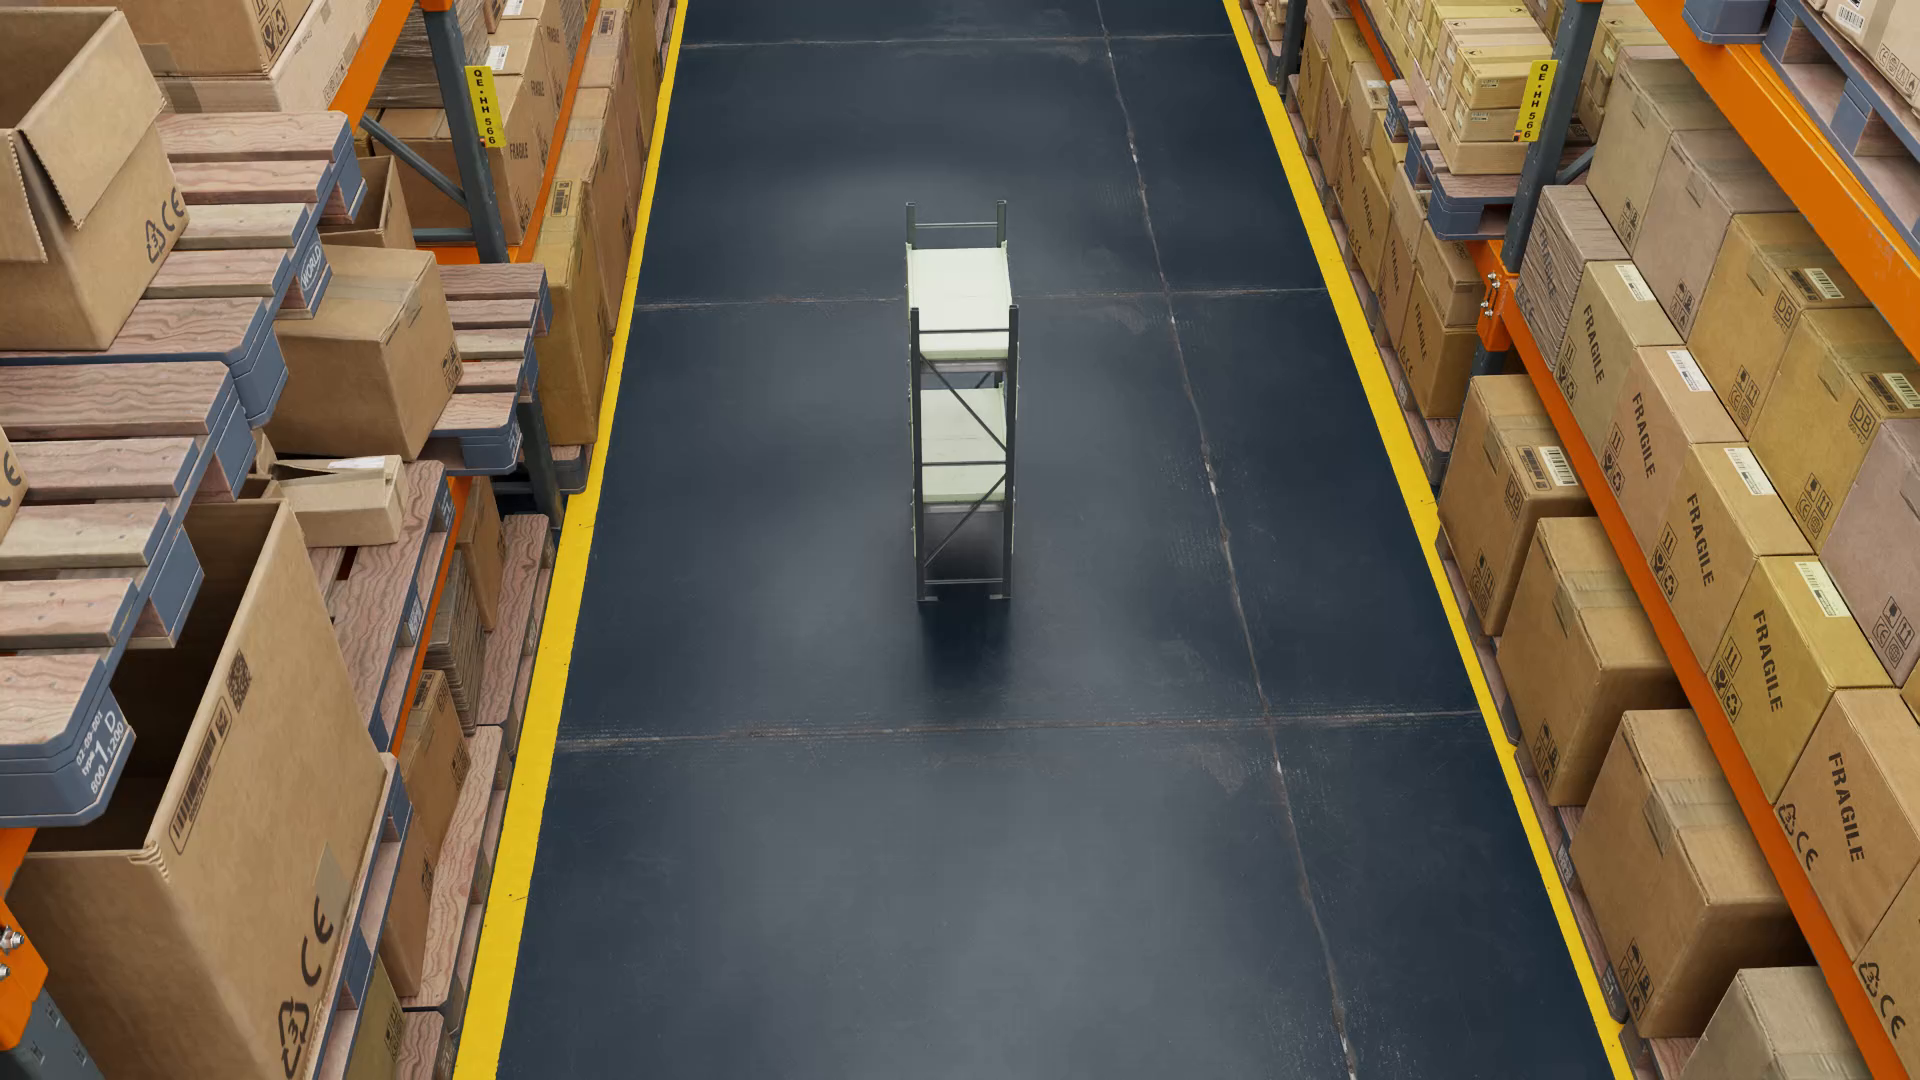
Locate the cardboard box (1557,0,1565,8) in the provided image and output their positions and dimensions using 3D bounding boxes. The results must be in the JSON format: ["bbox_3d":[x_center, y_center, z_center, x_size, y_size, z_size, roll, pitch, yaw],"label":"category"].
[{"bbox_3d":[2.815,-2.371,7.202,0.380,0.149,0.250,-3,43,-4],"label":"cardboard box"}]

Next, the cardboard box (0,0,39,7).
[{"bbox_3d":[-2.479,-1.493,4.144,0.500,0.500,0.500,-3,43,-3],"label":"cardboard box"}]

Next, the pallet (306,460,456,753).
[{"bbox_3d":[-2.163,0.234,5.067,1.003,0.211,1.213,-2,43,-2],"label":"pallet"}]

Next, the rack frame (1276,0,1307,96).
[{"bbox_3d":[2.502,-3.947,9.486,1.000,3.000,0.127,-2,43,-2],"label":"rack frame"}]

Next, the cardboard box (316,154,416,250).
[{"bbox_3d":[-2.225,-1.001,5.887,0.500,0.500,0.500,-6,43,-7],"label":"cardboard box"}]

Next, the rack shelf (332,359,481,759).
[{"bbox_3d":[-2.203,0.443,5.229,1.077,0.370,4.000,-2,43,-2],"label":"rack shelf"}]

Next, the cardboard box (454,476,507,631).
[{"bbox_3d":[-2.240,0.039,6.662,0.700,0.500,0.500,-4,43,-4],"label":"cardboard box"}]

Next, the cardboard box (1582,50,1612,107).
[{"bbox_3d":[2.838,-1.933,6.944,0.380,0.149,0.250,0,43,0],"label":"cardboard box"}]

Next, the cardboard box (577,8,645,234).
[{"bbox_3d":[-2.372,-2.210,8.852,1.225,0.875,0.875,-3,43,-3],"label":"cardboard box"}]

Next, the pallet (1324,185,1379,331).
[{"bbox_3d":[2.591,-1.568,8.954,1.003,0.211,1.213,-2,43,-2],"label":"pallet"}]

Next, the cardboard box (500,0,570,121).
[{"bbox_3d":[-2.086,-2.239,7.548,0.500,0.500,0.500,-2,43,-3],"label":"cardboard box"}]

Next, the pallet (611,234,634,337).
[{"bbox_3d":[-2.295,-1.500,8.880,1.003,0.211,1.213,-2,43,-2],"label":"pallet"}]

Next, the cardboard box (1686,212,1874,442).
[{"bbox_3d":[2.728,-0.661,5.087,0.700,0.500,0.500,-2,43,-2],"label":"cardboard box"}]

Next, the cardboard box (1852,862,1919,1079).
[{"bbox_3d":[2.552,1.072,3.936,0.500,0.500,0.500,-2,43,-2],"label":"cardboard box"}]

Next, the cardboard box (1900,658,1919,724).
[{"bbox_3d":[2.791,0.366,3.966,0.700,0.500,0.500,-2,43,-2],"label":"cardboard box"}]

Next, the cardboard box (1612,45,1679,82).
[{"bbox_3d":[2.845,-1.848,6.631,0.380,0.149,0.250,-2,43,-2],"label":"cardboard box"}]

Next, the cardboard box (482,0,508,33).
[{"bbox_3d":[-2.328,-2.513,7.105,0.797,0.503,0.637,-1,43,-1],"label":"cardboard box"}]

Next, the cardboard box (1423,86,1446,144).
[{"bbox_3d":[2.183,-1.796,7.014,0.380,0.149,0.250,-2,43,-2],"label":"cardboard box"}]

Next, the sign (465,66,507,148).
[{"bbox_3d":[-1.746,-1.592,6.118,0.100,0.325,0.005,-2,43,-2],"label":"sign"}]

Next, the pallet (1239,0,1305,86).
[{"bbox_3d":[2.438,-3.371,10.921,1.003,0.211,1.213,-2,43,-2],"label":"pallet"}]

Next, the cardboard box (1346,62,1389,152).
[{"bbox_3d":[2.312,-2.246,8.615,0.500,0.250,0.500,0,43,0],"label":"cardboard box"}]

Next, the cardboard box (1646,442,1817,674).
[{"bbox_3d":[2.485,0.048,5.054,0.500,0.500,0.500,-2,43,-2],"label":"cardboard box"}]

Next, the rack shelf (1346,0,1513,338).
[{"bbox_3d":[2.587,-2.331,8.256,1.077,0.370,4.000,-2,43,-2],"label":"rack shelf"}]

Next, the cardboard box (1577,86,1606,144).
[{"bbox_3d":[2.843,-1.798,7.016,0.380,0.149,0.250,0,43,0],"label":"cardboard box"}]

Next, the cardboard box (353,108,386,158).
[{"bbox_3d":[-2.557,-1.535,6.781,0.500,0.500,0.500,0,43,0],"label":"cardboard box"}]

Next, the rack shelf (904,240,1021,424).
[{"bbox_3d":[0.000,-0.836,6.624,0.431,0.370,0.720,-2,43,-2],"label":"rack shelf"}]

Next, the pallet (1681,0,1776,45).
[{"bbox_3d":[2.752,-1.849,5.117,1.213,0.211,1.003,0,43,0],"label":"pallet"}]

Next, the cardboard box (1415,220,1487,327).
[{"bbox_3d":[2.381,-1.210,7.484,0.500,0.250,0.500,-3,43,-3],"label":"cardboard box"}]

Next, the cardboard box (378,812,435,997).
[{"bbox_3d":[-2.148,1.172,5.426,0.700,0.500,0.500,-5,43,-5],"label":"cardboard box"}]

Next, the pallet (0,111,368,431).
[{"bbox_3d":[-2.085,-0.628,3.784,1.213,0.211,1.003,-2,43,-2],"label":"pallet"}]

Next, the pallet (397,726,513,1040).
[{"bbox_3d":[-2.208,1.205,5.929,1.003,0.211,1.213,-2,43,-2],"label":"pallet"}]

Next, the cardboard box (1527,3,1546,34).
[{"bbox_3d":[2.804,-2.342,7.609,0.380,0.149,0.250,0,43,0],"label":"cardboard box"}]

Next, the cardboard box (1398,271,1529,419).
[{"bbox_3d":[2.382,-0.917,7.719,0.500,0.500,0.500,-2,43,-2],"label":"cardboard box"}]

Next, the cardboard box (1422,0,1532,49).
[{"bbox_3d":[2.173,-2.192,7.006,0.380,0.149,0.250,0,43,0],"label":"cardboard box"}]

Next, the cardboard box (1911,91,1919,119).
[{"bbox_3d":[2.547,-0.988,3.719,0.500,0.311,0.500,-3,43,-3],"label":"cardboard box"}]

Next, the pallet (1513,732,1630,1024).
[{"bbox_3d":[2.679,1.138,6.002,1.003,0.211,1.213,-2,43,-2],"label":"pallet"}]

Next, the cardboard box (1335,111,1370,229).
[{"bbox_3d":[2.328,-1.963,8.861,0.500,0.500,0.500,-1,43,-1],"label":"cardboard box"}]

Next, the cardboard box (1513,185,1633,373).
[{"bbox_3d":[2.421,-0.972,6.167,0.500,0.500,0.500,-1,43,-1],"label":"cardboard box"}]

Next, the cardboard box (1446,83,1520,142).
[{"bbox_3d":[2.196,-1.739,6.732,0.380,0.149,0.250,-1,43,-1],"label":"cardboard box"}]

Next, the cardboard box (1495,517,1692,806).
[{"bbox_3d":[2.648,0.432,6.063,1.050,0.750,0.750,-1,43,-1],"label":"cardboard box"}]

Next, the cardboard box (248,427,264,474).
[{"bbox_3d":[-2.447,-0.134,5.126,0.500,0.250,0.500,-3,43,-3],"label":"cardboard box"}]

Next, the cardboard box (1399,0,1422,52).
[{"bbox_3d":[2.159,-2.265,7.306,0.380,0.149,0.250,-2,43,-2],"label":"cardboard box"}]

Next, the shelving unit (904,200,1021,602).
[{"bbox_3d":[0.000,-0.548,6.888,0.431,1.500,0.755,-2,43,-2],"label":"shelving unit"}]

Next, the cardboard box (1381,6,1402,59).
[{"bbox_3d":[2.151,-2.320,7.586,0.380,0.149,0.250,-3,43,-4],"label":"cardboard box"}]

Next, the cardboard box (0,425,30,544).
[{"bbox_3d":[-2.039,-0.091,2.672,0.797,0.503,0.637,-4,43,-4],"label":"cardboard box"}]

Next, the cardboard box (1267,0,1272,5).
[{"bbox_3d":[2.147,-3.546,10.627,0.380,0.149,0.250,-4,43,-4],"label":"cardboard box"}]
